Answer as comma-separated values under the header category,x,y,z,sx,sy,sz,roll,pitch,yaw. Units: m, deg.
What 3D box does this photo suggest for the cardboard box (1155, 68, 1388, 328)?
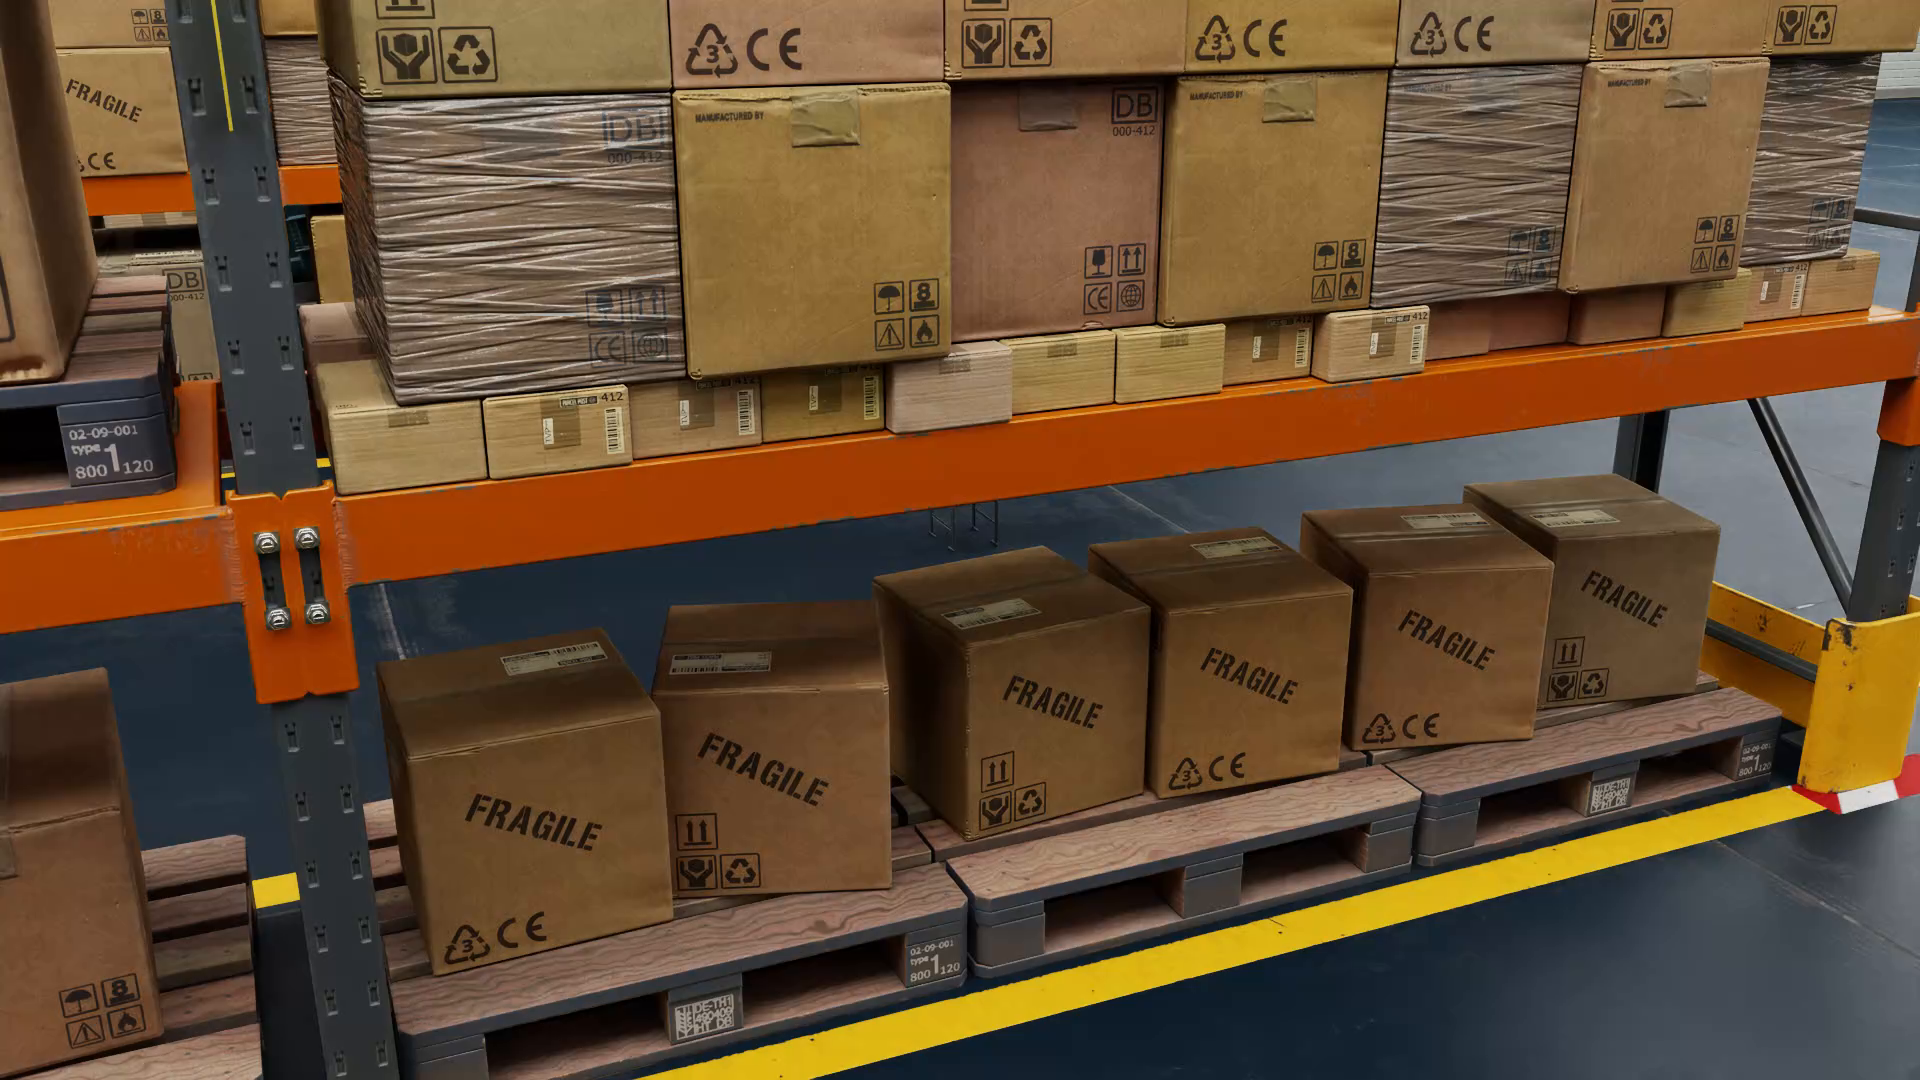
category,x,y,z,sx,sy,sz,roll,pitch,yaw
cardboard box,0.478,-0.830,3.766,0.500,0.500,0.875,-8,21,-22

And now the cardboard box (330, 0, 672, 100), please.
category,x,y,z,sx,sy,sz,roll,pitch,yaw
cardboard box,-0.813,-1.039,2.852,0.500,0.500,0.500,-8,21,-22

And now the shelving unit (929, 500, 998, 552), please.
category,x,y,z,sx,sy,sz,roll,pitch,yaw
shelving unit,0.013,-0.568,6.328,0.189,1.200,0.258,-8,21,-22

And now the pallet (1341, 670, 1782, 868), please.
category,x,y,z,sx,sy,sz,roll,pitch,yaw
pallet,1.516,0.497,4.792,1.213,0.211,1.003,-8,21,-22

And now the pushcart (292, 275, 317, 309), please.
category,x,y,z,sx,sy,sz,roll,pitch,yaw
pushcart,-4.303,-1.494,10.198,0.936,0.377,1.648,-17,26,-40

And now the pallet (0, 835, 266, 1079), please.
category,x,y,z,sx,sy,sz,roll,pitch,yaw
pallet,-2.041,1.020,3.307,1.213,0.211,1.003,-8,21,-22

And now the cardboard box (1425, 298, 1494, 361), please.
category,x,y,z,sx,sy,sz,roll,pitch,yaw
cardboard box,1.025,-0.536,3.905,0.250,0.149,0.380,-8,21,-22

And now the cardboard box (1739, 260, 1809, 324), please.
category,x,y,z,sx,sy,sz,roll,pitch,yaw
cardboard box,1.936,-0.672,4.294,0.250,0.149,0.380,-8,21,-22

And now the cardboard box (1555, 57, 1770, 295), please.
category,x,y,z,sx,sy,sz,roll,pitch,yaw
cardboard box,1.418,-0.945,4.092,0.500,0.500,0.875,-8,21,-22

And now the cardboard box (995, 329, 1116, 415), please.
category,x,y,z,sx,sy,sz,roll,pitch,yaw
cardboard box,0.128,-0.388,3.485,0.250,0.149,0.380,-8,21,-22

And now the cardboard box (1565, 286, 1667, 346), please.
category,x,y,z,sx,sy,sz,roll,pitch,yaw
cardboard box,1.491,-0.596,4.076,0.250,0.149,0.380,-8,21,-22

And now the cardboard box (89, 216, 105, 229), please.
category,x,y,z,sx,sy,sz,roll,pitch,yaw
cardboard box,-6.392,-2.213,11.616,0.625,0.372,0.950,-7,21,-19

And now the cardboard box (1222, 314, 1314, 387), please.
category,x,y,z,sx,sy,sz,roll,pitch,yaw
cardboard box,0.573,-0.464,3.702,0.250,0.149,0.380,-8,21,-22

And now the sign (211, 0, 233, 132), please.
category,x,y,z,sx,sy,sz,roll,pitch,yaw
sign,-1.104,-0.775,2.464,0.005,0.325,0.100,-8,21,-22

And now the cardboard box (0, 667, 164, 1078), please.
category,x,y,z,sx,sy,sz,roll,pitch,yaw
cardboard box,-1.899,0.648,3.267,0.500,0.500,0.700,-10,22,-26

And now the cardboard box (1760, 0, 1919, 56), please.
category,x,y,z,sx,sy,sz,roll,pitch,yaw
cardboard box,1.939,-1.435,3.979,0.500,0.500,0.500,-8,21,-22

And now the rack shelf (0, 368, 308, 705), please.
category,x,y,z,sx,sy,sz,roll,pitch,yaw
rack shelf,-3.163,0.205,2.508,4.000,0.370,1.077,-8,21,-22

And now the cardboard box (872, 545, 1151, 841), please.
category,x,y,z,sx,sy,sz,roll,pitch,yaw
cardboard box,0.118,0.359,4.116,0.500,0.500,0.500,-10,22,-27

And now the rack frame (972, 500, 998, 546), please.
category,x,y,z,sx,sy,sz,roll,pitch,yaw
rack frame,0.097,-0.580,6.362,0.006,1.200,0.240,-8,21,-22

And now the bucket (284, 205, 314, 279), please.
category,x,y,z,sx,sy,sz,roll,pitch,yaw
bucket,-3.987,-1.818,9.808,0.620,0.611,0.726,-11,20,0

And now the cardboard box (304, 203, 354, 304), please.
category,x,y,z,sx,sy,sz,roll,pitch,yaw
cardboard box,-2.594,-1.181,7.927,0.875,0.875,0.875,-8,21,-21

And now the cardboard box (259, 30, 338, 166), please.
category,x,y,z,sx,sy,sz,roll,pitch,yaw
cardboard box,-2.865,-2.047,7.592,0.550,0.550,0.875,-8,21,-22

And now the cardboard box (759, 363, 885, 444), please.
category,x,y,z,sx,sy,sz,roll,pitch,yaw
cardboard box,-0.331,-0.322,3.298,0.250,0.149,0.380,-8,21,-22

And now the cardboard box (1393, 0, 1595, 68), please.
category,x,y,z,sx,sy,sz,roll,pitch,yaw
cardboard box,1.022,-1.303,3.602,0.500,0.500,0.500,-8,21,-22

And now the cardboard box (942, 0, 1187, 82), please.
category,x,y,z,sx,sy,sz,roll,pitch,yaw
cardboard box,0.105,-1.171,3.226,0.500,0.500,0.500,-8,21,-22

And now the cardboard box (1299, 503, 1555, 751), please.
category,x,y,z,sx,sy,sz,roll,pitch,yaw
cardboard box,1.231,0.223,4.504,0.500,0.500,0.500,-3,20,-8

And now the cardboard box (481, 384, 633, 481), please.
category,x,y,z,sx,sy,sz,roll,pitch,yaw
cardboard box,-0.776,-0.245,3.079,0.250,0.149,0.380,-8,21,-22

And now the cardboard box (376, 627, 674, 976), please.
category,x,y,z,sx,sy,sz,roll,pitch,yaw
cardboard box,-0.944,0.543,3.596,0.500,0.500,0.500,-9,21,-24

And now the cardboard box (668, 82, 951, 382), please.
category,x,y,z,sx,sy,sz,roll,pitch,yaw
cardboard box,-0.416,-0.681,3.340,0.500,0.500,0.875,-8,21,-22

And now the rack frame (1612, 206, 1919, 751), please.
category,x,y,z,sx,sy,sz,roll,pitch,yaw
rack frame,2.346,-0.924,4.630,0.127,3.000,1.000,-8,21,-22

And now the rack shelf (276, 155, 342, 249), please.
category,x,y,z,sx,sy,sz,roll,pitch,yaw
rack shelf,-1.362,-1.848,8.336,4.000,0.370,1.077,-8,21,-22

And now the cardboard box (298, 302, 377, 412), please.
category,x,y,z,sx,sy,sz,roll,pitch,yaw
cardboard box,-1.246,-0.397,3.512,0.250,0.149,0.380,-8,21,-22

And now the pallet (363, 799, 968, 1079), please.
category,x,y,z,sx,sy,sz,roll,pitch,yaw
pallet,-0.724,0.818,3.880,1.213,0.211,1.003,-8,21,-22

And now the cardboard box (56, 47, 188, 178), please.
category,x,y,z,sx,sy,sz,roll,pitch,yaw
cardboard box,-3.572,-1.821,7.026,0.500,0.500,0.500,-8,21,-22
